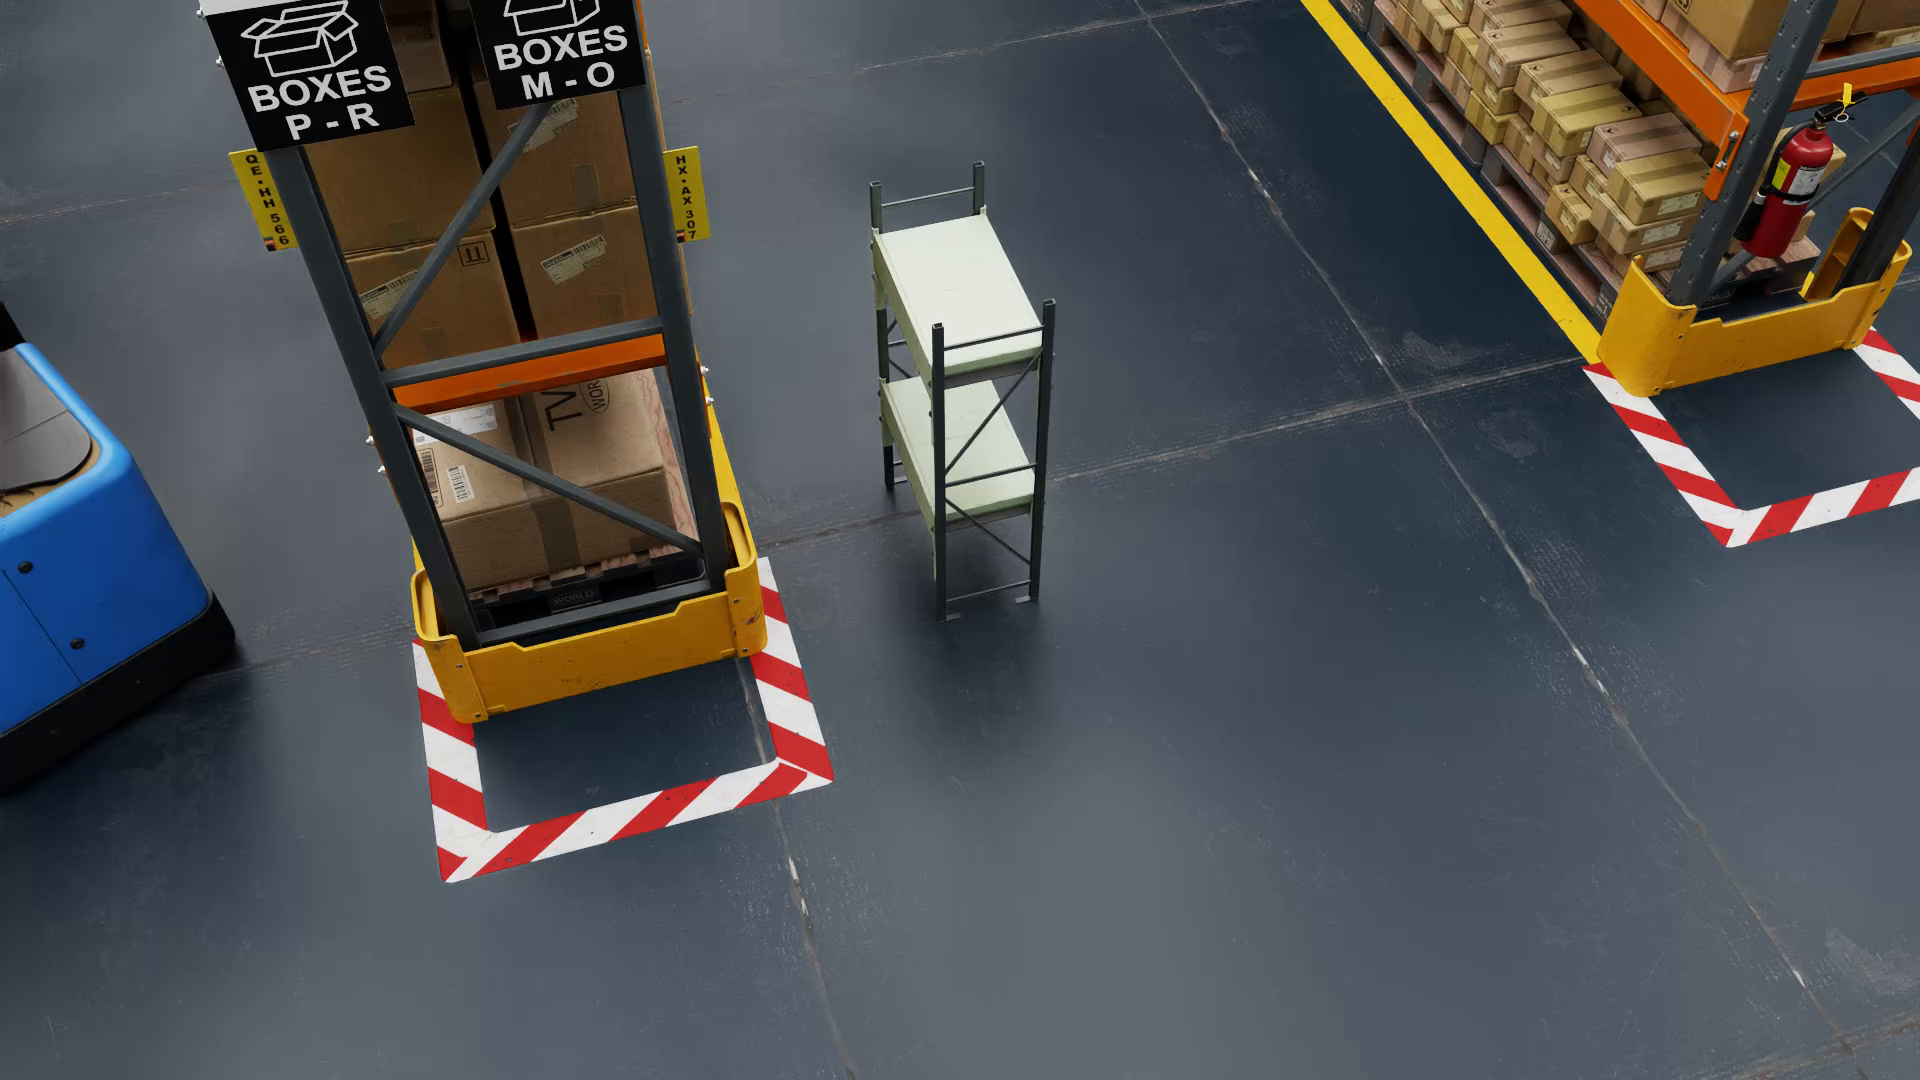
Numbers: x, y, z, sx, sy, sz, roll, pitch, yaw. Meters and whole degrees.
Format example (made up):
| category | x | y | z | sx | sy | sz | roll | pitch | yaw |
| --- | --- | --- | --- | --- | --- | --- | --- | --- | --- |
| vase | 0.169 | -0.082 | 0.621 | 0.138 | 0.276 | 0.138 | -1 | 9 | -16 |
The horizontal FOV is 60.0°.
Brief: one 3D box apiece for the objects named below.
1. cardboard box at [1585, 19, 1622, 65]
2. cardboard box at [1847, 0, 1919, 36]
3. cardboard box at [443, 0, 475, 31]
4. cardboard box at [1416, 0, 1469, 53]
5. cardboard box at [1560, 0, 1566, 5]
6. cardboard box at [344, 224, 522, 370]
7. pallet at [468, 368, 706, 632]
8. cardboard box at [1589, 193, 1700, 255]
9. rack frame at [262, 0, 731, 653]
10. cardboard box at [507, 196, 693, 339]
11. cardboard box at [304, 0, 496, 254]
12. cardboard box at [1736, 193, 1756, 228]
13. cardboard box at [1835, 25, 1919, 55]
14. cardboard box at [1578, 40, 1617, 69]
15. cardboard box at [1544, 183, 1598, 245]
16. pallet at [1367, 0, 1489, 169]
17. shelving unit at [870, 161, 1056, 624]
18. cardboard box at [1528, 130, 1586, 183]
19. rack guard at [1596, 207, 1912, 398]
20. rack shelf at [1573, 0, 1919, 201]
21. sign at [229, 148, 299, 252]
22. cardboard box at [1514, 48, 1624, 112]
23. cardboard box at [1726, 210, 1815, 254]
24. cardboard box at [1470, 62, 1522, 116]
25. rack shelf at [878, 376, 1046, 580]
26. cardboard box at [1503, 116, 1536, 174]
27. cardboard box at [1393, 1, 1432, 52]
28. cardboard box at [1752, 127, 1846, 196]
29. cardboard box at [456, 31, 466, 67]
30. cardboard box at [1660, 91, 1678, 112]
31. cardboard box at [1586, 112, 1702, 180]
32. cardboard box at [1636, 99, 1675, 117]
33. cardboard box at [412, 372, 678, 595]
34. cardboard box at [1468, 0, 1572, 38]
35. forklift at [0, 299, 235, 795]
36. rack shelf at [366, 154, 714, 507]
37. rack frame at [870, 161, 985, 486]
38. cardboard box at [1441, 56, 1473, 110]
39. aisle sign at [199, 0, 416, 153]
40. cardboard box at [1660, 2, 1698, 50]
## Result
| category | x | y | z | sx | sy | sz | roll | pitch | yaw |
| --- | --- | --- | --- | --- | --- | --- | --- | --- | --- |
| cardboard box | 3.176 | -2.382 | 7.787 | 0.380 | 0.149 | 0.250 | -12 | 51 | -10 |
| cardboard box | 3.511 | -2.278 | 6.239 | 0.500 | 0.500 | 0.500 | -11 | 51 | -9 |
| cardboard box | -1.305 | -1.628 | 4.806 | 0.380 | 0.149 | 0.250 | -12 | 51 | -10 |
| cardboard box | 2.464 | -2.534 | 8.109 | 0.380 | 0.149 | 0.250 | -13 | 51 | -11 |
| cardboard box | 2.976 | -2.746 | 8.094 | 0.380 | 0.149 | 0.250 | -13 | 51 | -11 |
| cardboard box | -1.714 | -0.892 | 5.264 | 0.500 | 0.500 | 0.500 | -13 | 51 | -11 |
| pallet | -1.630 | -0.234 | 6.599 | 1.003 | 0.211 | 1.213 | -13 | 51 | -11 |
| cardboard box | 2.951 | -1.393 | 7.148 | 0.380 | 0.149 | 0.250 | -15 | 51 | -12 |
| rack frame | -1.319 | -0.567 | 5.056 | 1.000 | 3.000 | 0.127 | -13 | 51 | -11 |
| cardboard box | -1.186 | -1.015 | 5.368 | 0.500 | 0.500 | 0.500 | -14 | 51 | -11 |
| cardboard box | -1.689 | -1.220 | 4.887 | 0.500 | 0.500 | 0.500 | -12 | 51 | -10 |
| cardboard box | 3.470 | -1.513 | 7.249 | 0.380 | 0.149 | 0.250 | -11 | 51 | -9 |
| cardboard box | 3.597 | -1.990 | 6.420 | 0.380 | 0.149 | 0.250 | -14 | 51 | -11 |
| cardboard box | 3.145 | -2.269 | 7.886 | 0.380 | 0.149 | 0.250 | -16 | 52 | -13 |
| cardboard box | 2.852 | -1.479 | 7.414 | 0.380 | 0.149 | 0.250 | -12 | 51 | -10 |
| pallet | 2.794 | -2.408 | 8.431 | 1.003 | 0.211 | 1.213 | -13 | 51 | -11 |
| shelving unit | -0.002 | -0.488 | 5.970 | 0.431 | 1.500 | 0.755 | -13 | 51 | -11 |
| cardboard box | 2.796 | -1.772 | 7.467 | 0.380 | 0.149 | 0.250 | -15 | 52 | -12 |
| rack guard | 3.358 | -1.010 | 7.064 | 1.175 | 0.500 | 0.348 | -13 | 51 | -11 |
| rack shelf | 2.789 | -2.989 | 7.568 | 1.077 | 0.370 | 4.000 | -13 | 51 | -11 |
| sign | -1.841 | -0.904 | 4.428 | 0.100 | 0.325 | 0.005 | -13 | 51 | -11 |
| cardboard box | 2.748 | -2.058 | 7.514 | 0.380 | 0.149 | 0.250 | -15 | 52 | -12 |
| cardboard box | 3.531 | -1.432 | 7.375 | 0.380 | 0.149 | 0.250 | -12 | 51 | -10 |
| cardboard box | 2.630 | -2.148 | 7.784 | 0.380 | 0.149 | 0.250 | -13 | 51 | -10 |
| rack shelf | -0.002 | -0.278 | 6.220 | 0.431 | 0.370 | 0.720 | -13 | 51 | -11 |
| cardboard box | 2.771 | -1.869 | 7.743 | 0.380 | 0.149 | 0.250 | -13 | 51 | -11 |
| cardboard box | 2.420 | -2.621 | 8.377 | 0.380 | 0.149 | 0.250 | -15 | 51 | -12 |
| cardboard box | 3.550 | -1.628 | 7.151 | 0.380 | 0.149 | 0.250 | -15 | 52 | -13 |
| cardboard box | -2.010 | -1.635 | 5.891 | 0.500 | 0.500 | 0.500 | -12 | 51 | -10 |
| cardboard box | 3.401 | -2.015 | 7.477 | 0.380 | 0.149 | 0.250 | -13 | 51 | -11 |
| cardboard box | 2.962 | -1.694 | 7.207 | 0.380 | 0.149 | 0.250 | -12 | 51 | -10 |
| cardboard box | 3.286 | -1.885 | 7.562 | 0.380 | 0.149 | 0.250 | -13 | 51 | -11 |
| cardboard box | -1.610 | -0.336 | 6.262 | 0.875 | 0.438 | 0.875 | -15 | 51 | -12 |
| cardboard box | 2.643 | -2.459 | 7.852 | 0.380 | 0.149 | 0.250 | -15 | 51 | -12 |
| forklift | -4.064 | -1.066 | 5.522 | 1.130 | 2.935 | 3.031 | -37 | 59 | -27 |
| rack shelf | -1.910 | -1.796 | 6.562 | 1.077 | 0.370 | 4.000 | -13 | 51 | -11 |
| rack frame | -0.110 | -0.756 | 6.196 | 0.400 | 1.500 | 0.023 | -13 | 51 | -11 |
| cardboard box | 2.574 | -2.245 | 8.060 | 0.380 | 0.149 | 0.250 | -12 | 51 | -10 |
| aisle sign | -1.594 | -1.282 | 3.958 | 0.394 | 0.787 | 0.004 | -13 | 51 | -11 |
| cardboard box | 2.976 | -2.043 | 6.465 | 0.380 | 0.149 | 0.250 | -13 | 51 | -11 |
